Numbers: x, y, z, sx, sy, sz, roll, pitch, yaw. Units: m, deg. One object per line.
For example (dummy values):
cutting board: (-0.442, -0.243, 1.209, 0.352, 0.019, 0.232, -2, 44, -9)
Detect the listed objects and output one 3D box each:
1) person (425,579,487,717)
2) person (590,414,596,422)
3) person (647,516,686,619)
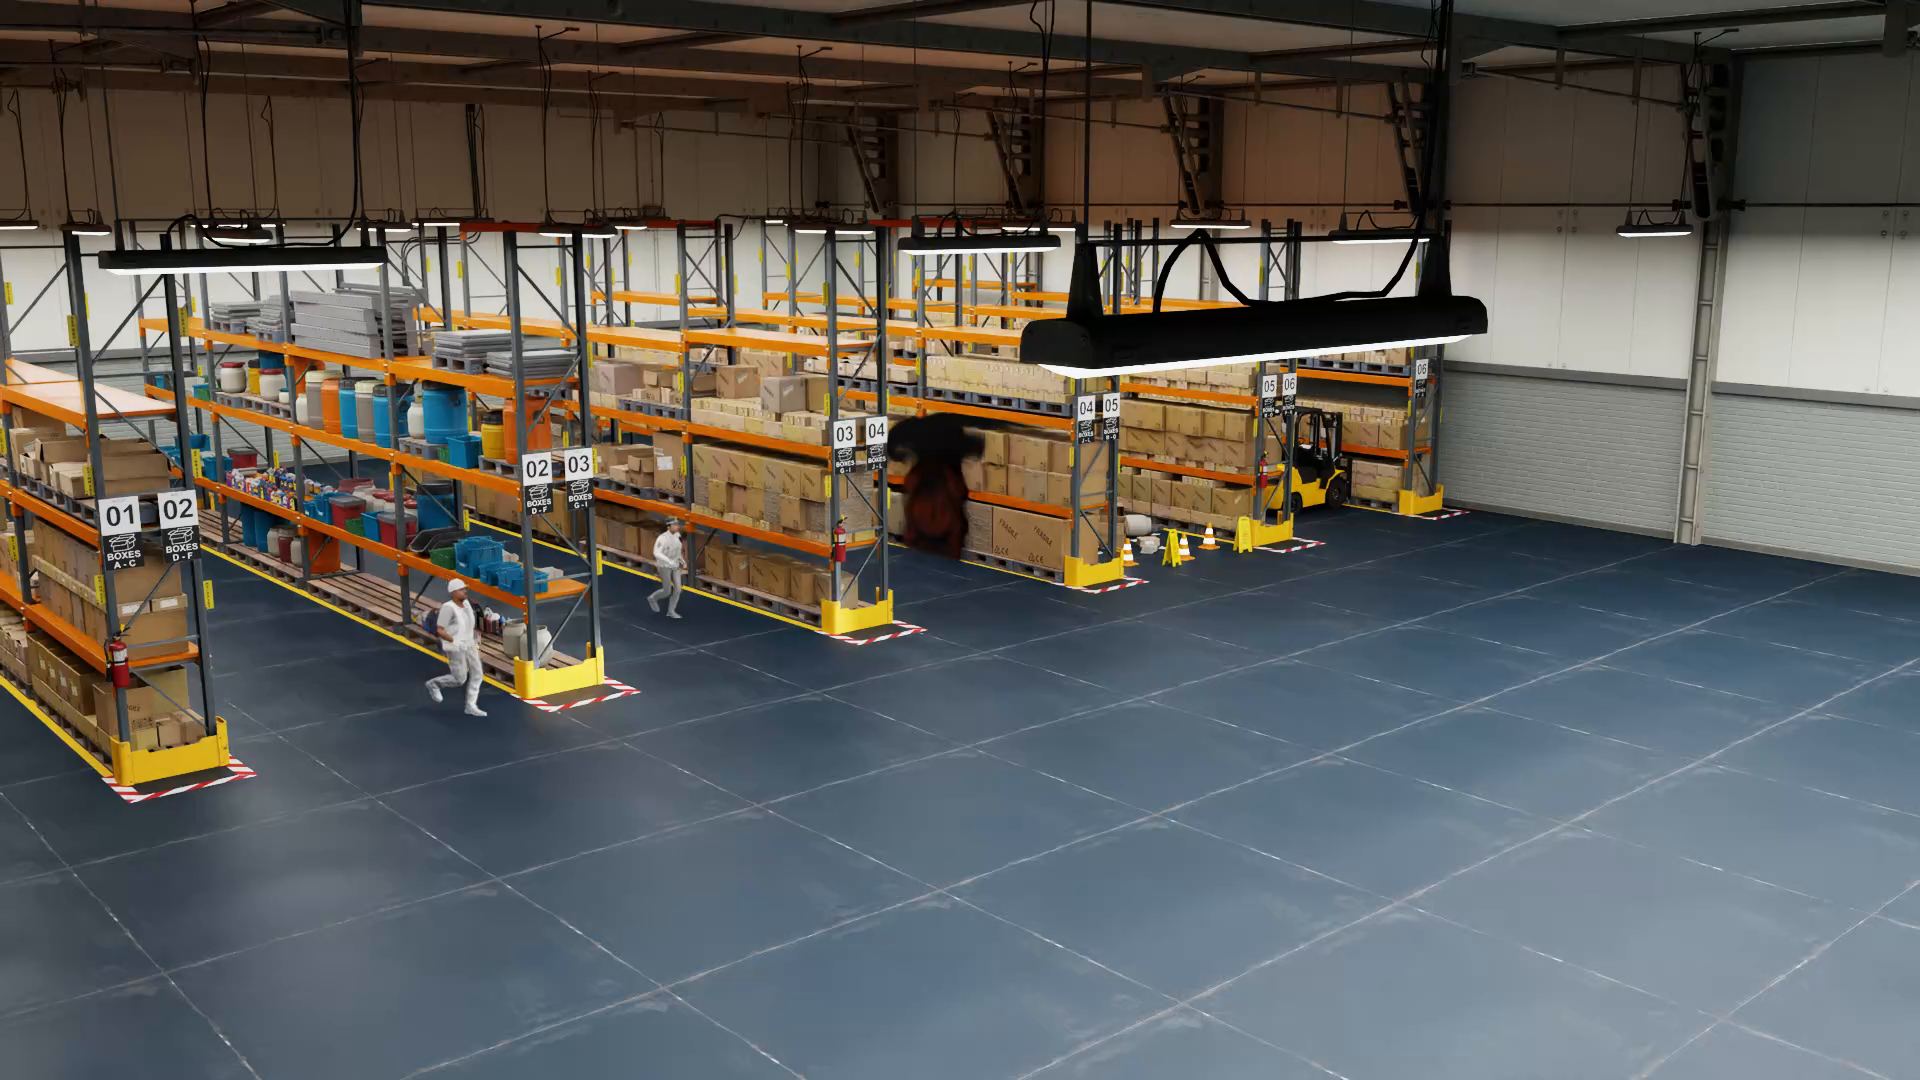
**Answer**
person: (-6.340, 1.341, 20.882, 0.811, 1.754, 0.693, 3, 12, 17)
person: (-9.059, -2.693, 41.164, 0.546, 1.574, 0.783, 5, 12, 22)
person: (-4.563, 0.404, 25.815, 0.715, 1.633, 0.609, 9, 14, 38)
